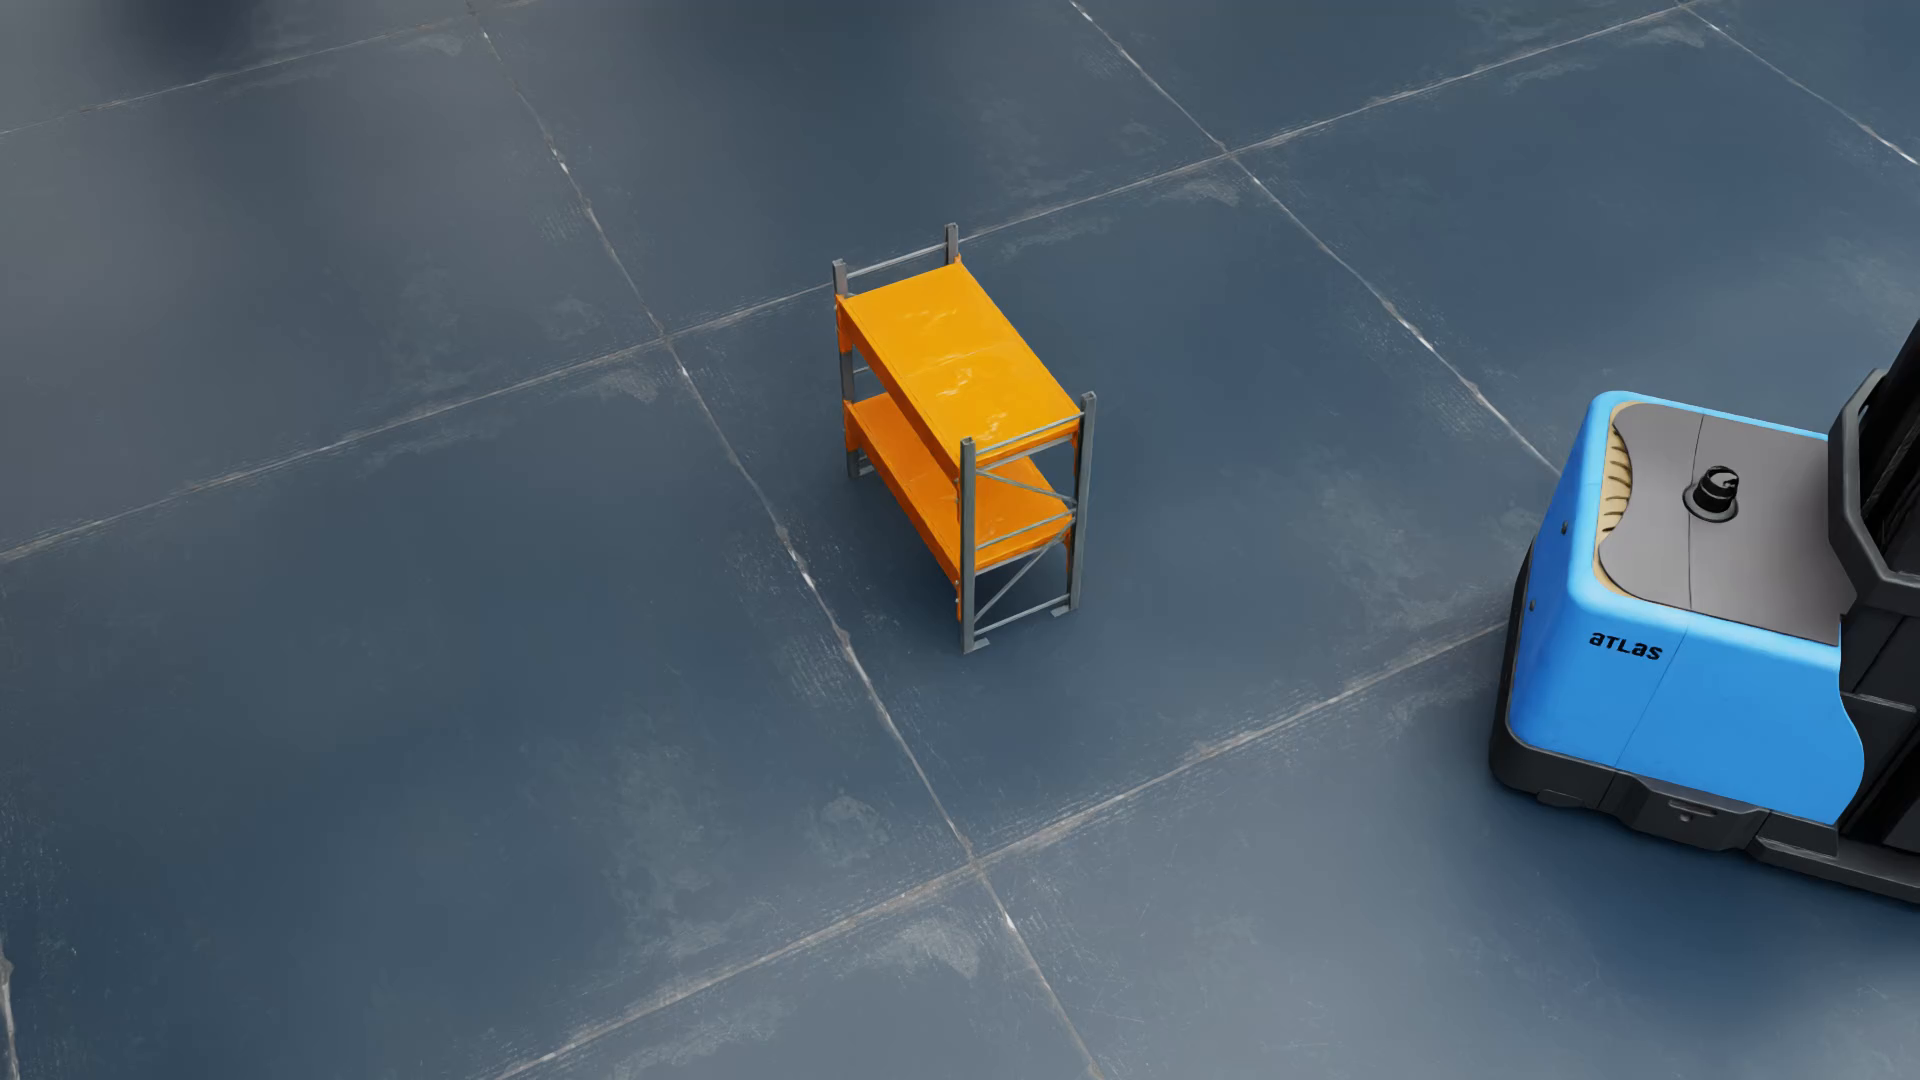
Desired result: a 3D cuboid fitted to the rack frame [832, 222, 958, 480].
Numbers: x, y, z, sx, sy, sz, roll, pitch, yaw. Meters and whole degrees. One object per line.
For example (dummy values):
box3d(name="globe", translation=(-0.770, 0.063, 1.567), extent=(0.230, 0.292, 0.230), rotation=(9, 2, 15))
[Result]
box3d(name="rack frame", translation=(-0.236, -0.715, 6.521), extent=(0.500, 1.125, 0.032), rotation=(-21, 52, -18))

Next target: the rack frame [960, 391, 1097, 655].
box3d(name="rack frame", translation=(0.230, -0.035, 5.926), extent=(0.500, 1.125, 0.032), rotation=(-21, 52, -18))

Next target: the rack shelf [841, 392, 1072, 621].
box3d(name="rack shelf", translation=(-0.003, -0.214, 6.407), extent=(0.538, 0.278, 1.000), rotation=(-21, 52, -18))

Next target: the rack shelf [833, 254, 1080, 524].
box3d(name="rack shelf", translation=(-0.003, -0.568, 6.003), extent=(0.538, 0.278, 1.000), rotation=(-21, 52, -18))

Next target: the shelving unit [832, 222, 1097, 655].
box3d(name="shelving unit", translation=(-0.003, -0.375, 6.223), extent=(0.538, 1.125, 1.048), rotation=(-21, 52, -18))

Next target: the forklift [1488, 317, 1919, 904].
box3d(name="forklift", translation=(3.437, -0.085, 4.770), extent=(3.031, 2.935, 1.130), rotation=(14, 50, 12))
